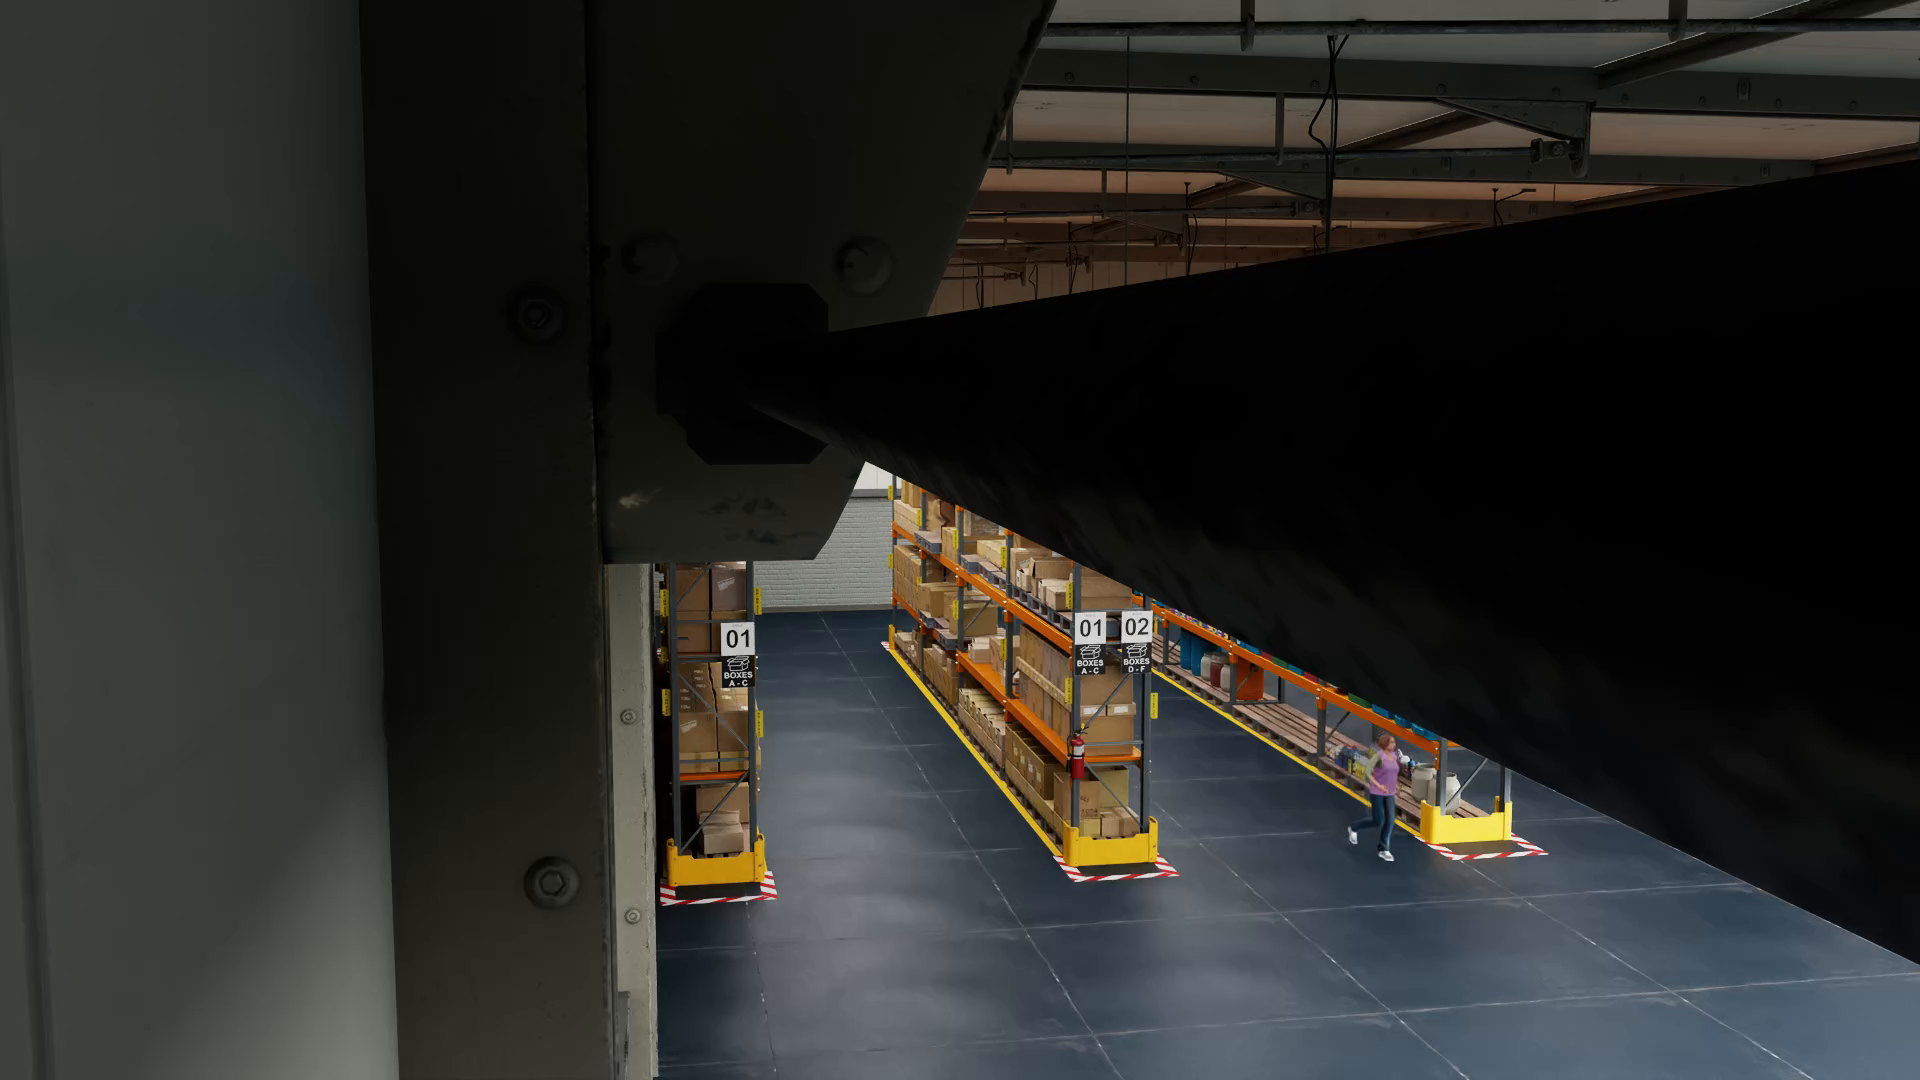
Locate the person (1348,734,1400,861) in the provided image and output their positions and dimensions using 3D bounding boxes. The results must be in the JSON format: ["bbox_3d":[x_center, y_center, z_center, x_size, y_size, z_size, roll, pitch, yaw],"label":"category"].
[{"bbox_3d":[5.427,3.257,21.332,0.600,1.547,0.781,-4,7,-31],"label":"person"}]
